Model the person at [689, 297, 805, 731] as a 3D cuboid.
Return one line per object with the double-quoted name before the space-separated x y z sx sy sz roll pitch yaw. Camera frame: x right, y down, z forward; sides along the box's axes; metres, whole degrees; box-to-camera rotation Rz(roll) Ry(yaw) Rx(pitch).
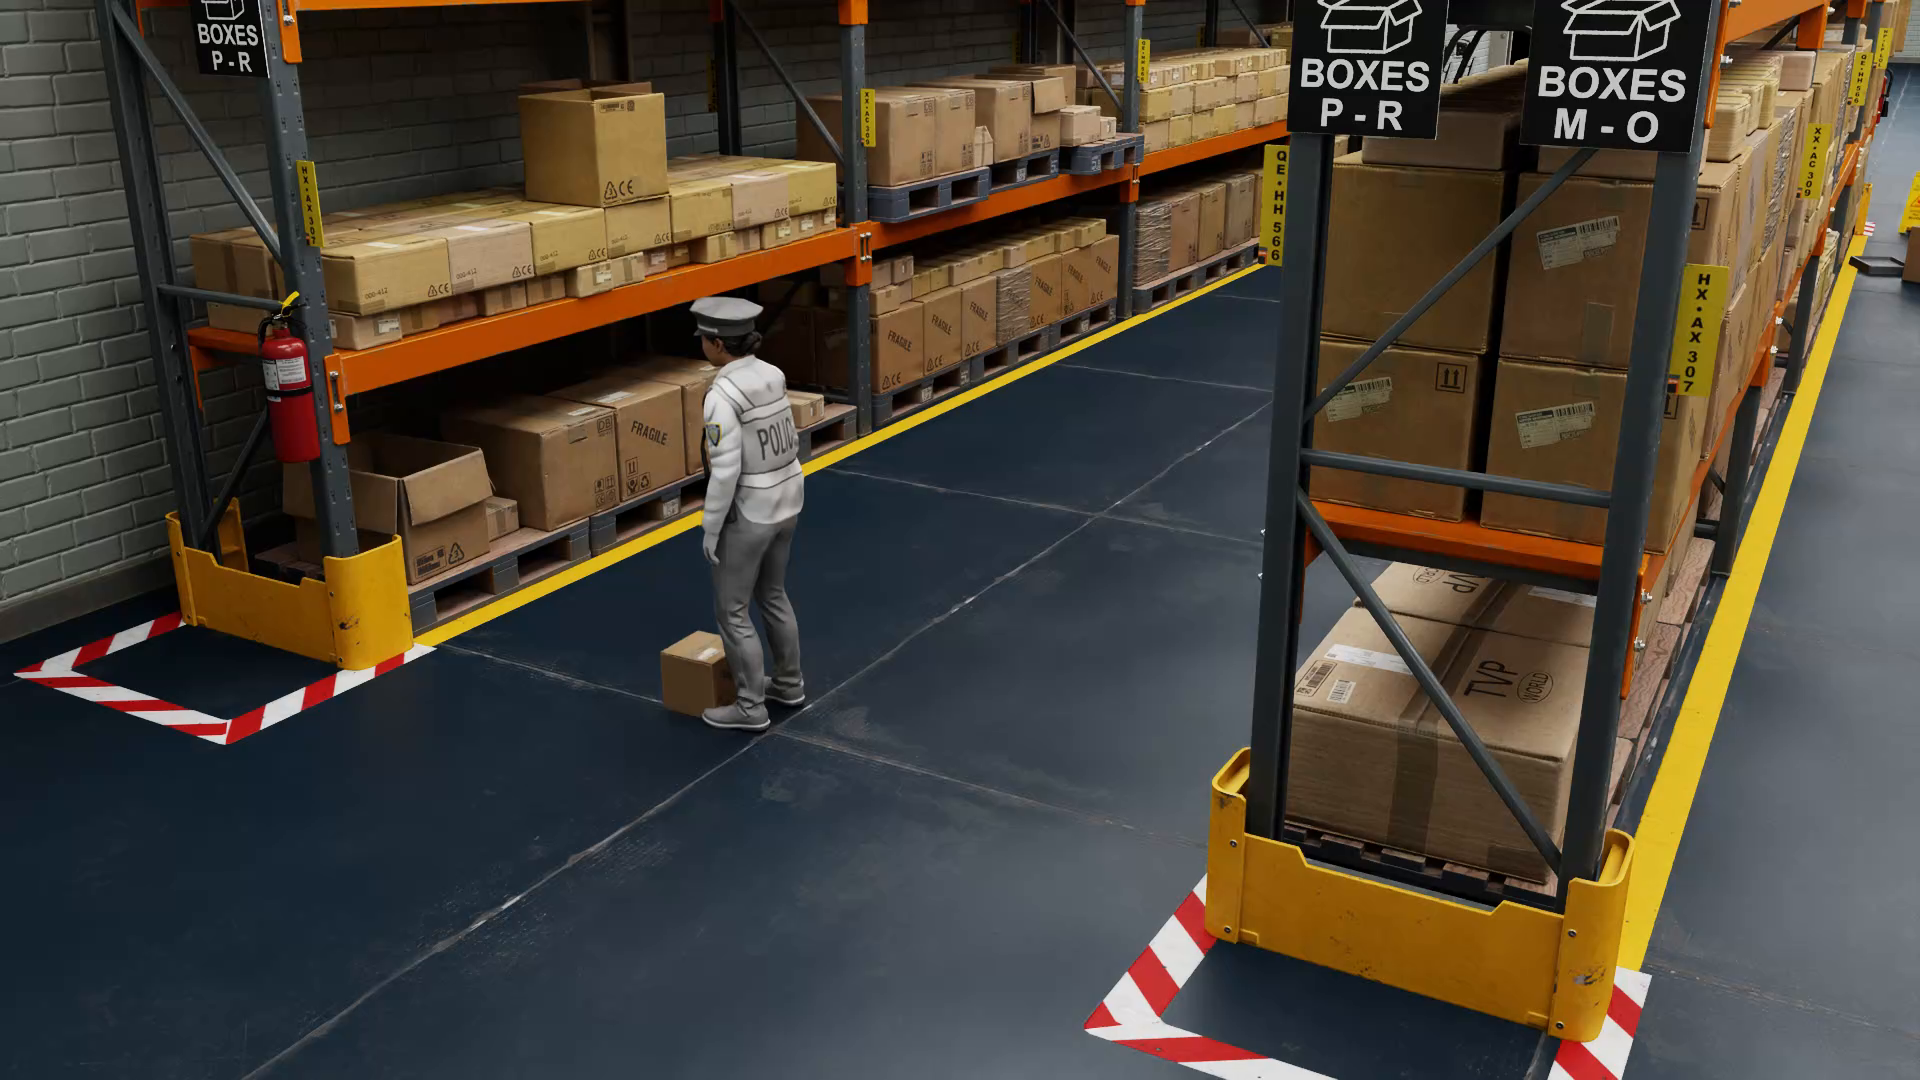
"person" -0.797 -0.086 6.309 0.369 1.662 0.518 10 22 25
